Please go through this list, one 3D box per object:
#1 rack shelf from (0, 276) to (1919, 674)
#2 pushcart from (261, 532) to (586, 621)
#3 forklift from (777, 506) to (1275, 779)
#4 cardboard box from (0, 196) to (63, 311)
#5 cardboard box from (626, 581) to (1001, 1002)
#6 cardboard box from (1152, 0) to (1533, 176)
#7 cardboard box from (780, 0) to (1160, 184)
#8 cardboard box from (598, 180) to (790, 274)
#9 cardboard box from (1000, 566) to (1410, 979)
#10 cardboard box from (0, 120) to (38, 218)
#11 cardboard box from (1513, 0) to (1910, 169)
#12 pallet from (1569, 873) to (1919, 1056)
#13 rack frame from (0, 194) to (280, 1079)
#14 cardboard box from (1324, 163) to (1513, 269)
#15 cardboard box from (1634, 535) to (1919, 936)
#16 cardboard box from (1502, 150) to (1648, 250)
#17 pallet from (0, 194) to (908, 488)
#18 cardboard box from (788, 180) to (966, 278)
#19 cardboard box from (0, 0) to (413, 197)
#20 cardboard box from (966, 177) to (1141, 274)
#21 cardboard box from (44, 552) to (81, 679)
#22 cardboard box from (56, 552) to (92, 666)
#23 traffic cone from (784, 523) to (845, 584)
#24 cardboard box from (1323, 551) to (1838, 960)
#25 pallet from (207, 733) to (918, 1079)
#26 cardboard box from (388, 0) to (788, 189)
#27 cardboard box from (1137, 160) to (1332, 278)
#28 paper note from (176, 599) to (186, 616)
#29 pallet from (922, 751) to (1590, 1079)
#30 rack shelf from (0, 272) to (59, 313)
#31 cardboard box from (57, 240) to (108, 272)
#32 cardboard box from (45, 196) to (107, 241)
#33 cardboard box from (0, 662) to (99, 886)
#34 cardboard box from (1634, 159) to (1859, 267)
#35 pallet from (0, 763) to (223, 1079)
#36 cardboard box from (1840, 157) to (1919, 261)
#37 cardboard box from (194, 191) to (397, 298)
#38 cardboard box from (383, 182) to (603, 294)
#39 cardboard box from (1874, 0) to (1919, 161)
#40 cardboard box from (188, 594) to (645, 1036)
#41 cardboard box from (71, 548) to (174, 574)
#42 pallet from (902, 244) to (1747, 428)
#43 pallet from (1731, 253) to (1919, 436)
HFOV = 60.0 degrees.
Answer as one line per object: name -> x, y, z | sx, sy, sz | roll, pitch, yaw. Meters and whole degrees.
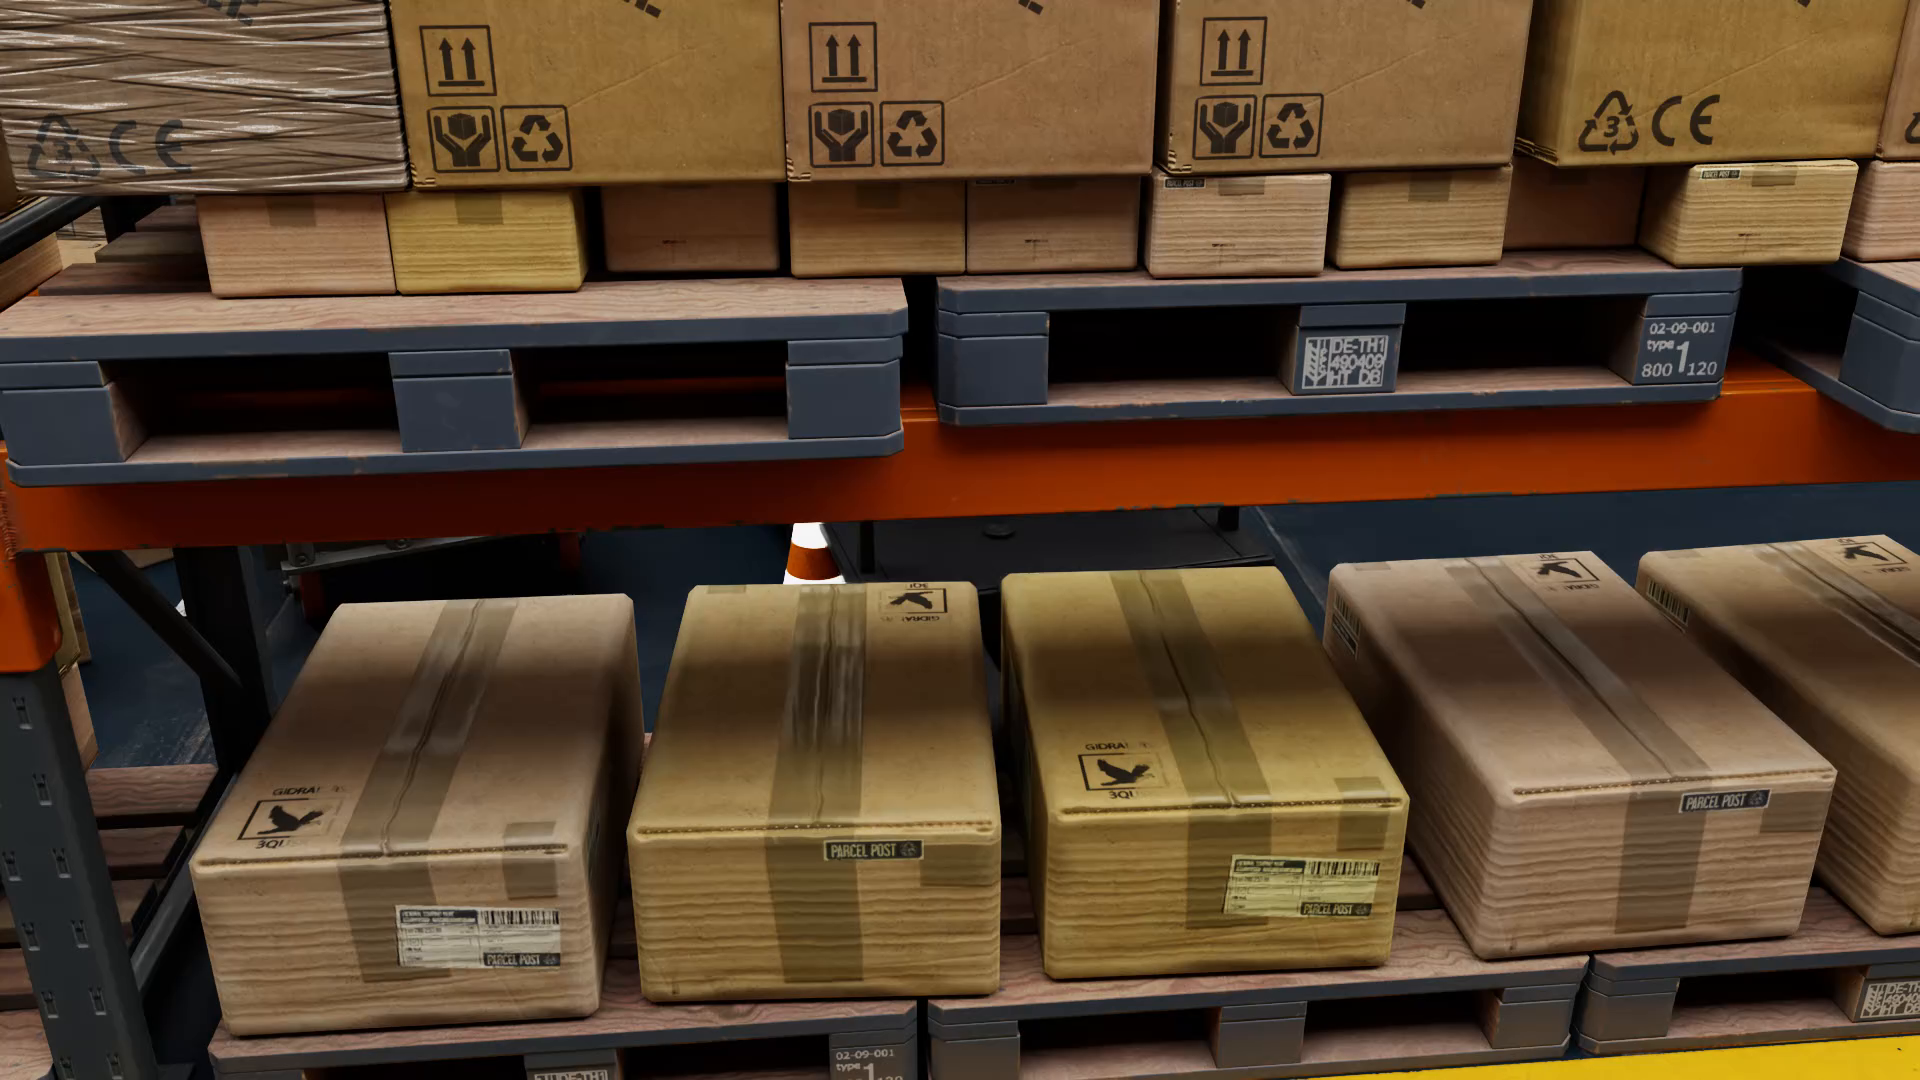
rack shelf -> 0.494, -0.258, 3.023 | 4.000, 0.370, 1.077 | -2, 24, -5
pushcart -> -1.770, -0.228, 5.299 | 0.936, 0.377, 1.648 | -11, 26, -23
forklift -> 0.166, -1.094, 4.102 | 1.130, 2.935, 3.031 | -6, 25, -14
cardboard box -> -1.841, -0.509, 3.012 | 0.250, 0.149, 0.380 | -2, 24, -5
cardboard box -> -0.259, 0.450, 3.263 | 0.625, 0.372, 0.950 | -1, 24, -2
cardboard box -> 0.501, -0.843, 2.446 | 0.500, 0.500, 0.500 | -3, 24, -7
cardboard box -> -0.009, -0.818, 2.391 | 0.500, 0.500, 0.500 | -2, 24, -5
cardboard box -> -0.391, -0.527, 2.535 | 0.250, 0.149, 0.380 | -1, 24, -2
cardboard box -> 0.433, 0.421, 3.327 | 0.625, 0.372, 0.950 | -2, 24, -3
cardboard box -> -1.961, -0.784, 2.831 | 0.500, 0.500, 0.500 | -2, 24, -5
cardboard box -> 1.044, -0.864, 2.495 | 0.500, 0.500, 0.500 | -4, 24, -9
pallet -> 1.707, 0.638, 3.555 | 1.213, 0.211, 1.003 | -2, 24, -5
rack frame -> -1.496, -0.507, 2.698 | 0.127, 3.000, 1.000 | -2, 24, -5
cardboard box -> 0.647, -0.542, 2.568 | 0.250, 0.149, 0.380 | -3, 24, -7
cardboard box -> 1.921, 0.361, 3.464 | 0.625, 0.372, 0.950 | -4, 24, -9
cardboard box -> 0.889, -0.585, 2.665 | 0.250, 0.149, 0.380 | -2, 24, -5
pallet -> -0.721, -0.391, 2.673 | 1.213, 0.211, 1.003 | -2, 24, -5
cardboard box -> -0.131, -0.521, 2.520 | 0.250, 0.149, 0.380 | -2, 24, -4
cardboard box -> -1.001, -0.783, 2.313 | 0.500, 0.500, 0.500 | -2, 24, -4
cardboard box -> 0.115, -0.530, 2.541 | 0.250, 0.149, 0.380 | -2, 24, -5
cardboard box -> -2.110, 0.129, 3.211 | 0.500, 0.500, 0.500 | -1, 24, -3
cardboard box -> -2.696, 0.127, 4.346 | 0.500, 0.500, 0.500 | 16, 28, 31
traffic cone -> -0.400, 0.037, 4.598 | 0.334, 0.463, 0.336 | -2, 24, -5
cardboard box -> 1.188, 0.393, 3.390 | 0.625, 0.372, 0.950 | -3, 24, -6
pallet -> -0.721, 0.735, 3.335 | 1.213, 0.211, 1.003 | -2, 24, -5
cardboard box -> -0.503, -0.804, 2.359 | 0.500, 0.500, 0.500 | -2, 24, -5
cardboard box -> 0.385, -0.519, 2.518 | 0.250, 0.149, 0.380 | -1, 24, -3
paper note -> -2.191, 0.181, 4.805 | 0.142, 0.019, 0.148 | -2, 24, -5
pallet -> 0.496, 0.685, 3.448 | 1.213, 0.211, 1.003 | -2, 24, -5
rack shelf -> -3.486, -0.099, 2.664 | 4.000, 0.370, 1.077 | -2, 24, -5
cardboard box -> -3.527, -0.886, 6.625 | 0.500, 0.500, 0.500 | 2, 24, 4
cardboard box -> -3.612, -1.690, 7.459 | 0.875, 0.875, 0.875 | -2, 24, -5
cardboard box -> -2.110, 0.472, 3.363 | 0.500, 0.250, 0.500 | -3, 24, -8
cardboard box -> 1.152, -0.544, 2.573 | 0.250, 0.149, 0.380 | -2, 24, -4
pallet -> -2.161, 0.808, 3.172 | 1.213, 0.211, 1.003 | -2, 24, -5
cardboard box -> 1.424, -0.561, 2.611 | 0.250, 0.149, 0.380 | -3, 24, -8
cardboard box -> -0.915, -0.479, 2.426 | 0.250, 0.149, 0.380 | -2, 24, -4
cardboard box -> -0.665, -0.485, 2.440 | 0.250, 0.149, 0.380 | -2, 24, -4
cardboard box -> 1.546, -0.885, 2.541 | 0.500, 0.500, 0.500 | -3, 24, -6
cardboard box -> -0.974, 0.480, 3.196 | 0.625, 0.372, 0.950 | -2, 24, -4
cardboard box -> -2.518, -0.093, 5.132 | 0.258, 0.266, 0.396 | 22, 32, 40
pallet -> 0.519, -0.484, 2.881 | 1.213, 0.211, 1.003 | -2, 24, -5
pallet -> 1.786, -0.508, 2.935 | 1.003, 0.211, 1.213 | -2, 24, -5
